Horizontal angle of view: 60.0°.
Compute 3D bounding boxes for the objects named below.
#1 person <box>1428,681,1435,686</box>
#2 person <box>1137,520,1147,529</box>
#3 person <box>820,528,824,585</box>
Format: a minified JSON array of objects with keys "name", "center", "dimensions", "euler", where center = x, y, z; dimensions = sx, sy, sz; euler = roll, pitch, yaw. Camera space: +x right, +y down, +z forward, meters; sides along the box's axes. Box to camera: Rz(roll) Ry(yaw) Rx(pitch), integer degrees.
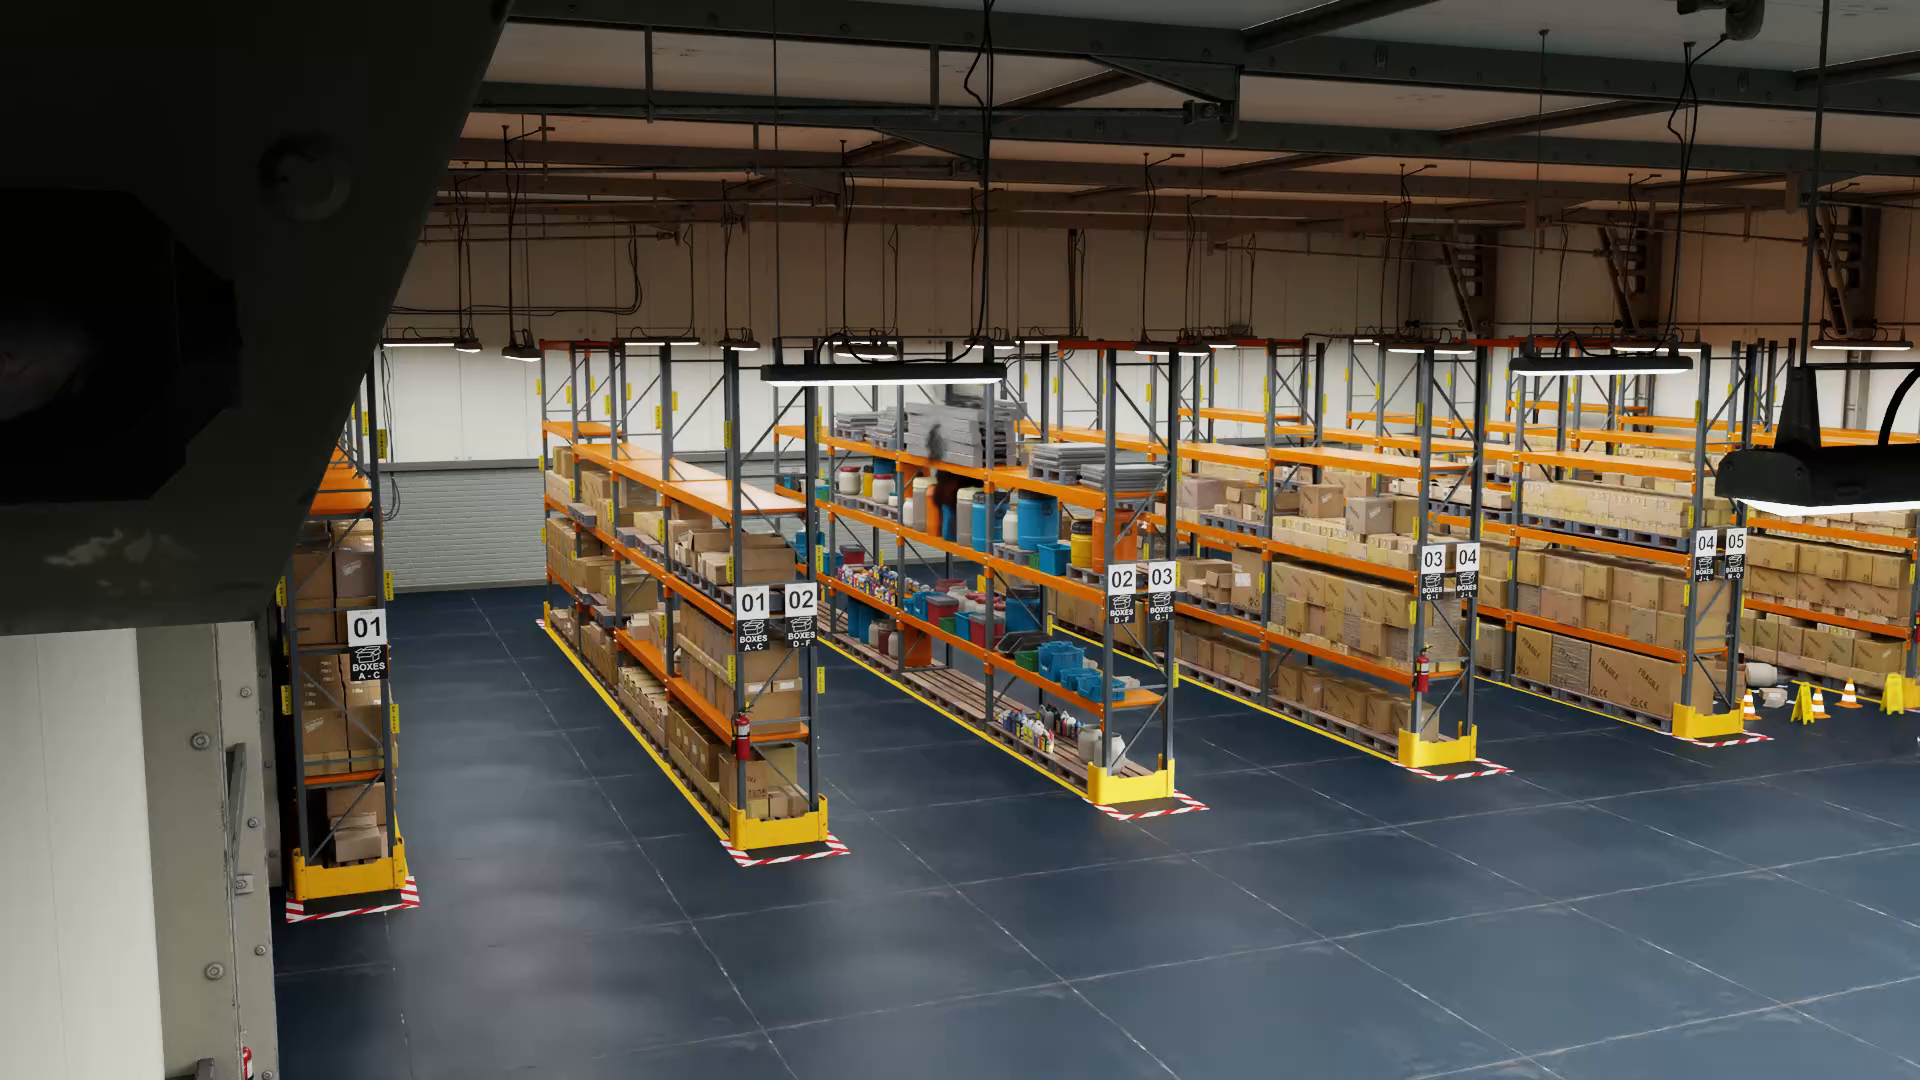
[{"name":"person","center":[8.326,1.776,29.215],"dimensions":[0.564,1.586,0.694],"euler":[-4,8,-25]},{"name":"person","center":[4.310,0.224,40.402],"dimensions":[0.688,1.754,0.600],"euler":[1,8,11]},{"name":"person","center":[-3.292,0.545,37.936],"dimensions":[0.681,1.780,0.652],"euler":[-1,8,-9]}]
